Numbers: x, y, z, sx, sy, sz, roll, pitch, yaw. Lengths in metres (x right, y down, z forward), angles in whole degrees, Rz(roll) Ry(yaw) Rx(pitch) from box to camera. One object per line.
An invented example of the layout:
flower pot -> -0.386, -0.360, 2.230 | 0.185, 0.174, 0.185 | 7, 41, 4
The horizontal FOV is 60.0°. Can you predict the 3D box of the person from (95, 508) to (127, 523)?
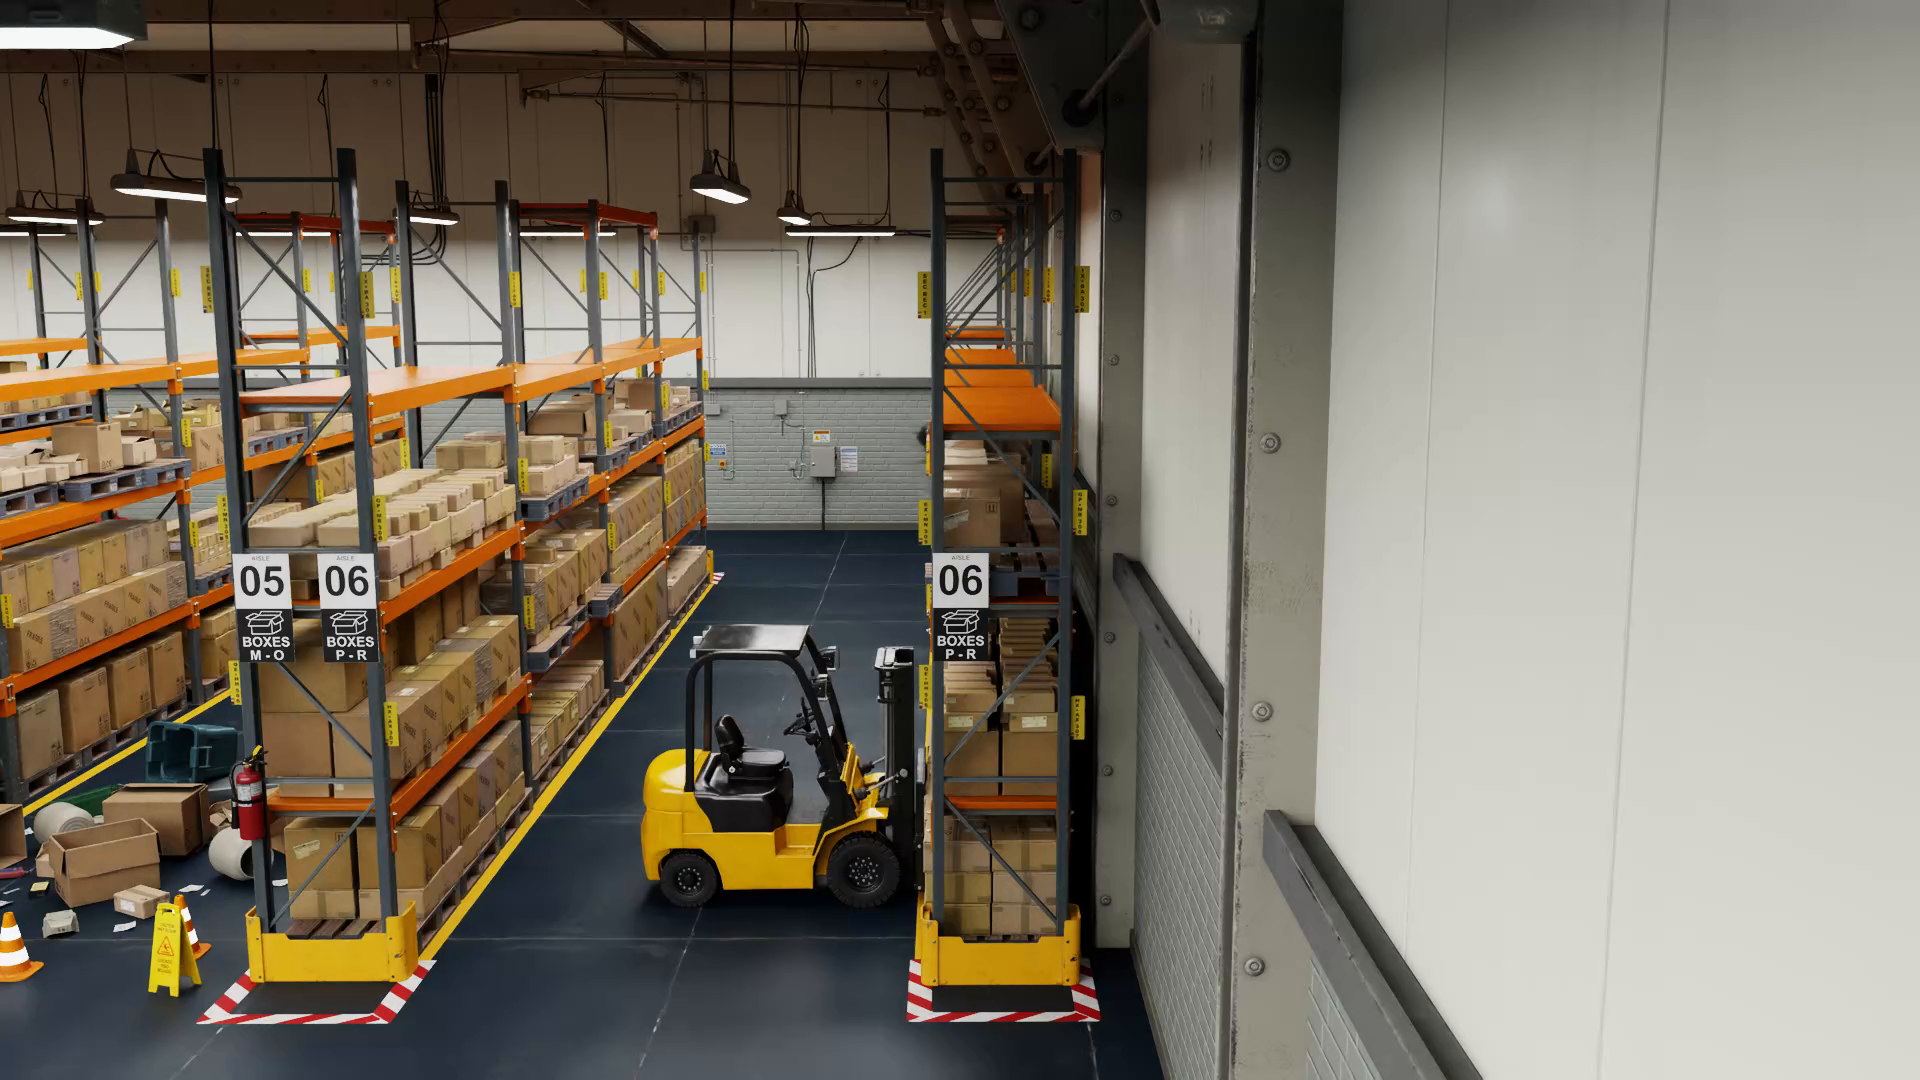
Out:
person -> -13.016, 0.257, 25.598 | 0.657, 1.715, 0.703 | -2, 9, -10
